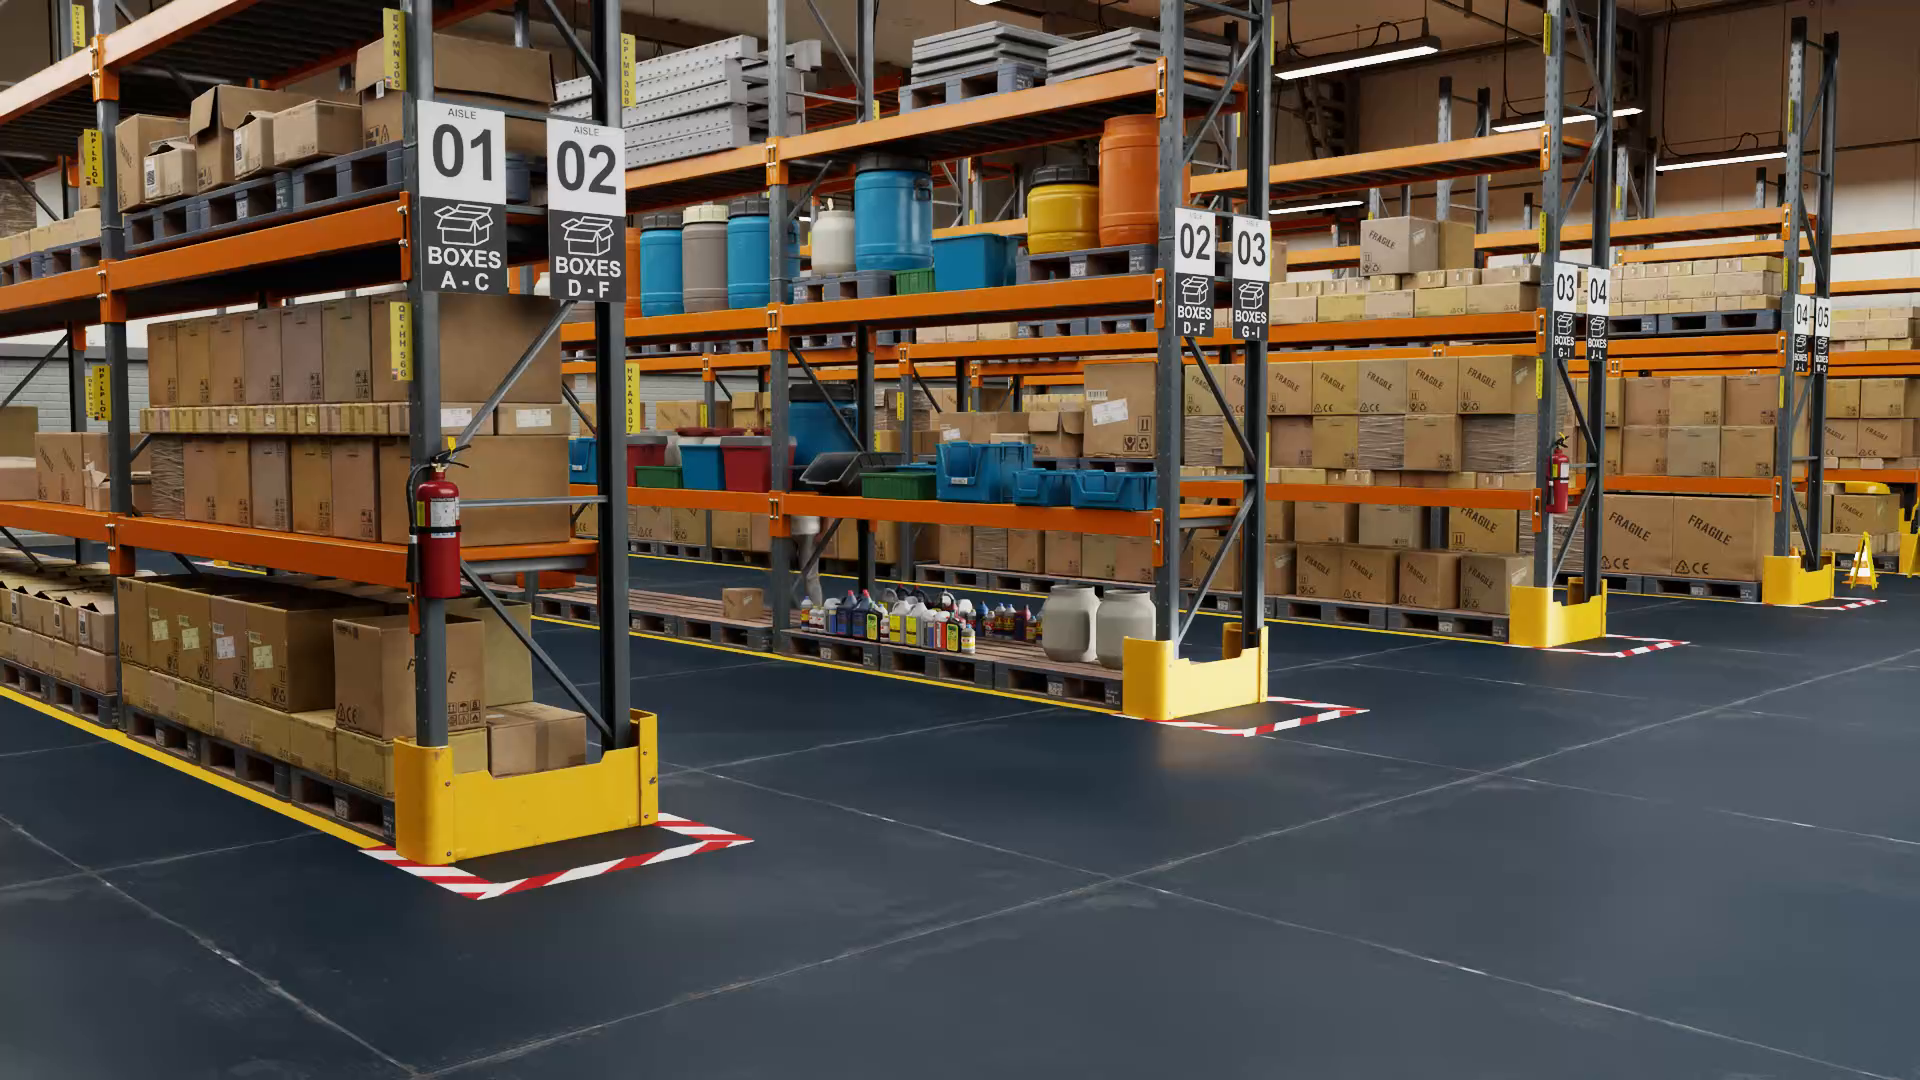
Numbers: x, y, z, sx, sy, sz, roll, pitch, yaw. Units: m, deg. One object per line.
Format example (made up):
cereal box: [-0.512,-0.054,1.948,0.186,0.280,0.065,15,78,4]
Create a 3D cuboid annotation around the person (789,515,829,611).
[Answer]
person: [-1.427,-0.053,14.891,0.565,1.765,0.360,2,5,31]
